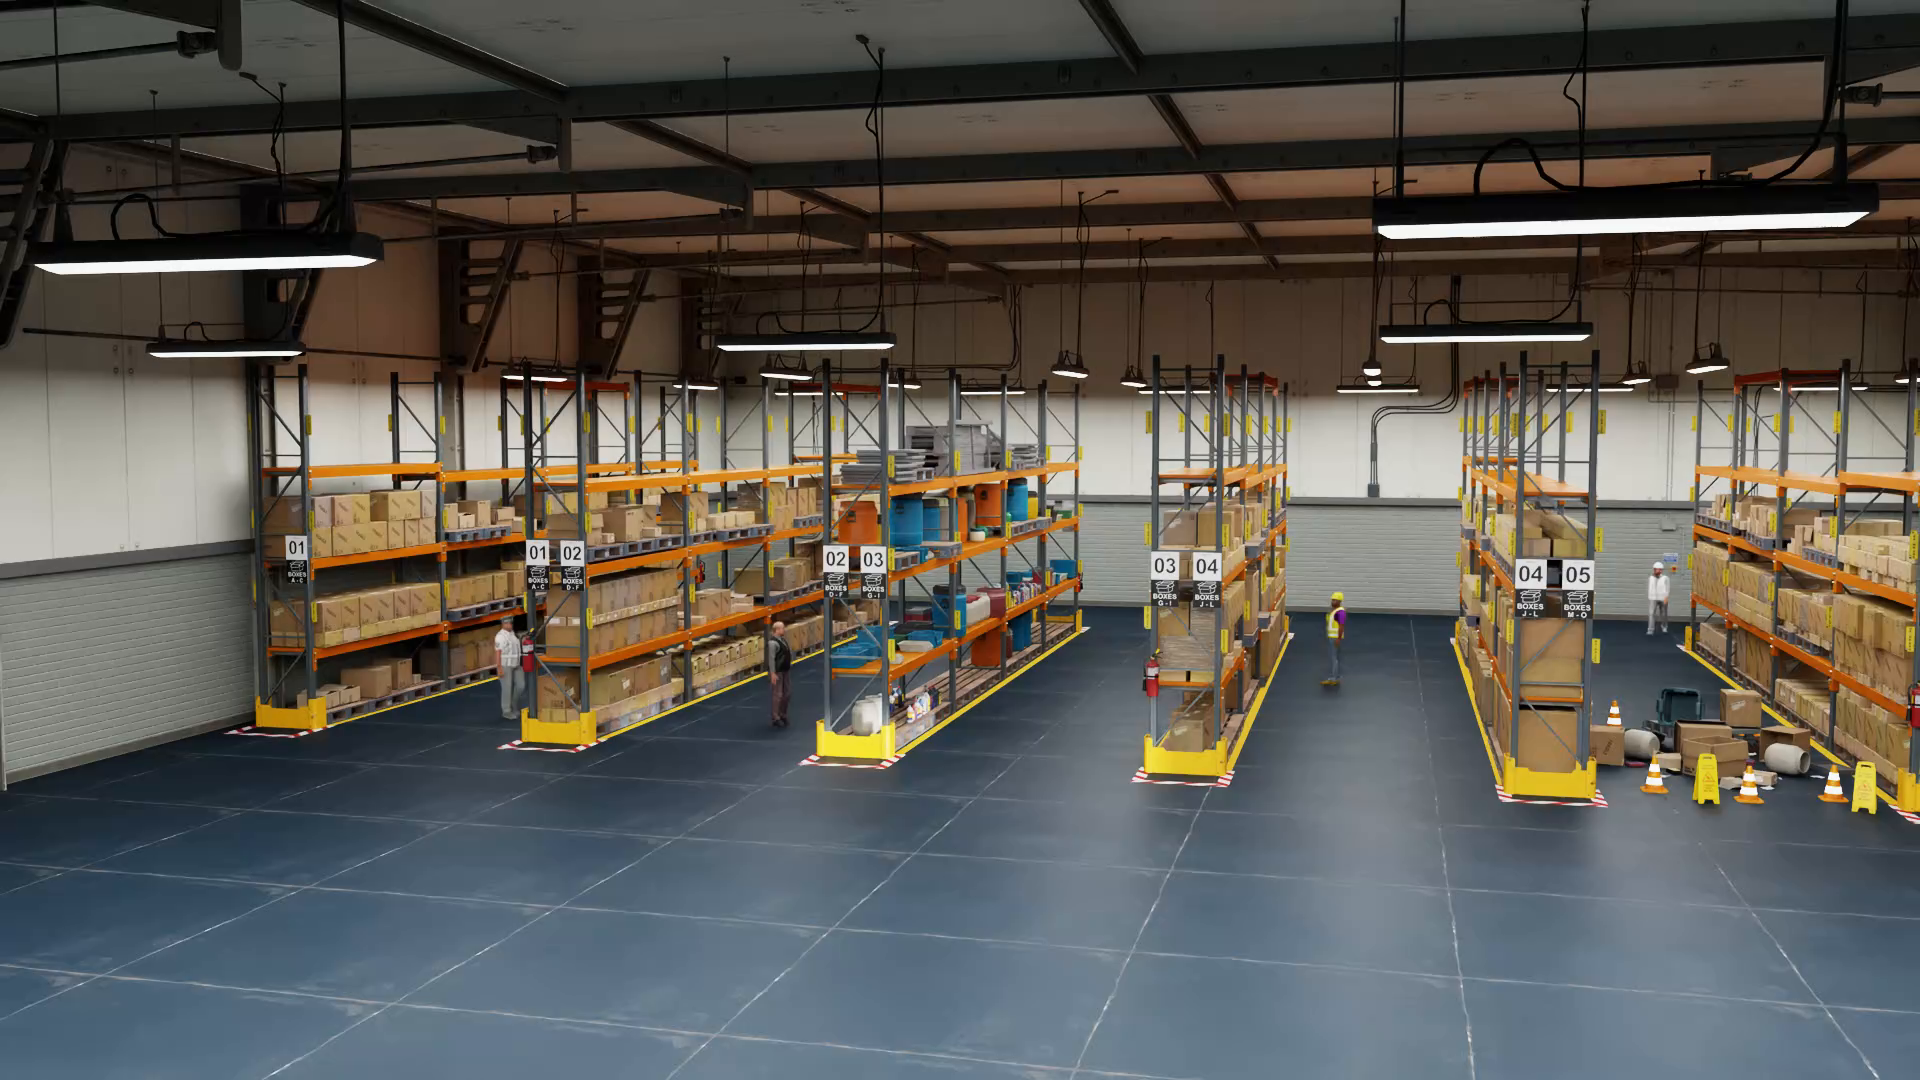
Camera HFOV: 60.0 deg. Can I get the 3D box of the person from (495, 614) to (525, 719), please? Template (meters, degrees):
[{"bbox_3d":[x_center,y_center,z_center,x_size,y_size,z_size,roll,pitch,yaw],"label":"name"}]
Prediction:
[{"bbox_3d":[-7.729,2.166,28.559,0.526,1.795,0.608,2,4,28],"label":"person"}]

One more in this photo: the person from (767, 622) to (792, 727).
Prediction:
[{"bbox_3d":[-3.019,2.268,27.778,0.386,1.806,0.596,1,4,17],"label":"person"}]

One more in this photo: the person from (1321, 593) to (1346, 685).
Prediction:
[{"bbox_3d":[7.247,1.901,32.228,0.453,1.767,0.600,1,4,13],"label":"person"}]

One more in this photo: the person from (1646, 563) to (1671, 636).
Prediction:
[{"bbox_3d":[16.595,1.402,39.499,0.534,1.730,1.044,2,5,31],"label":"person"}]
